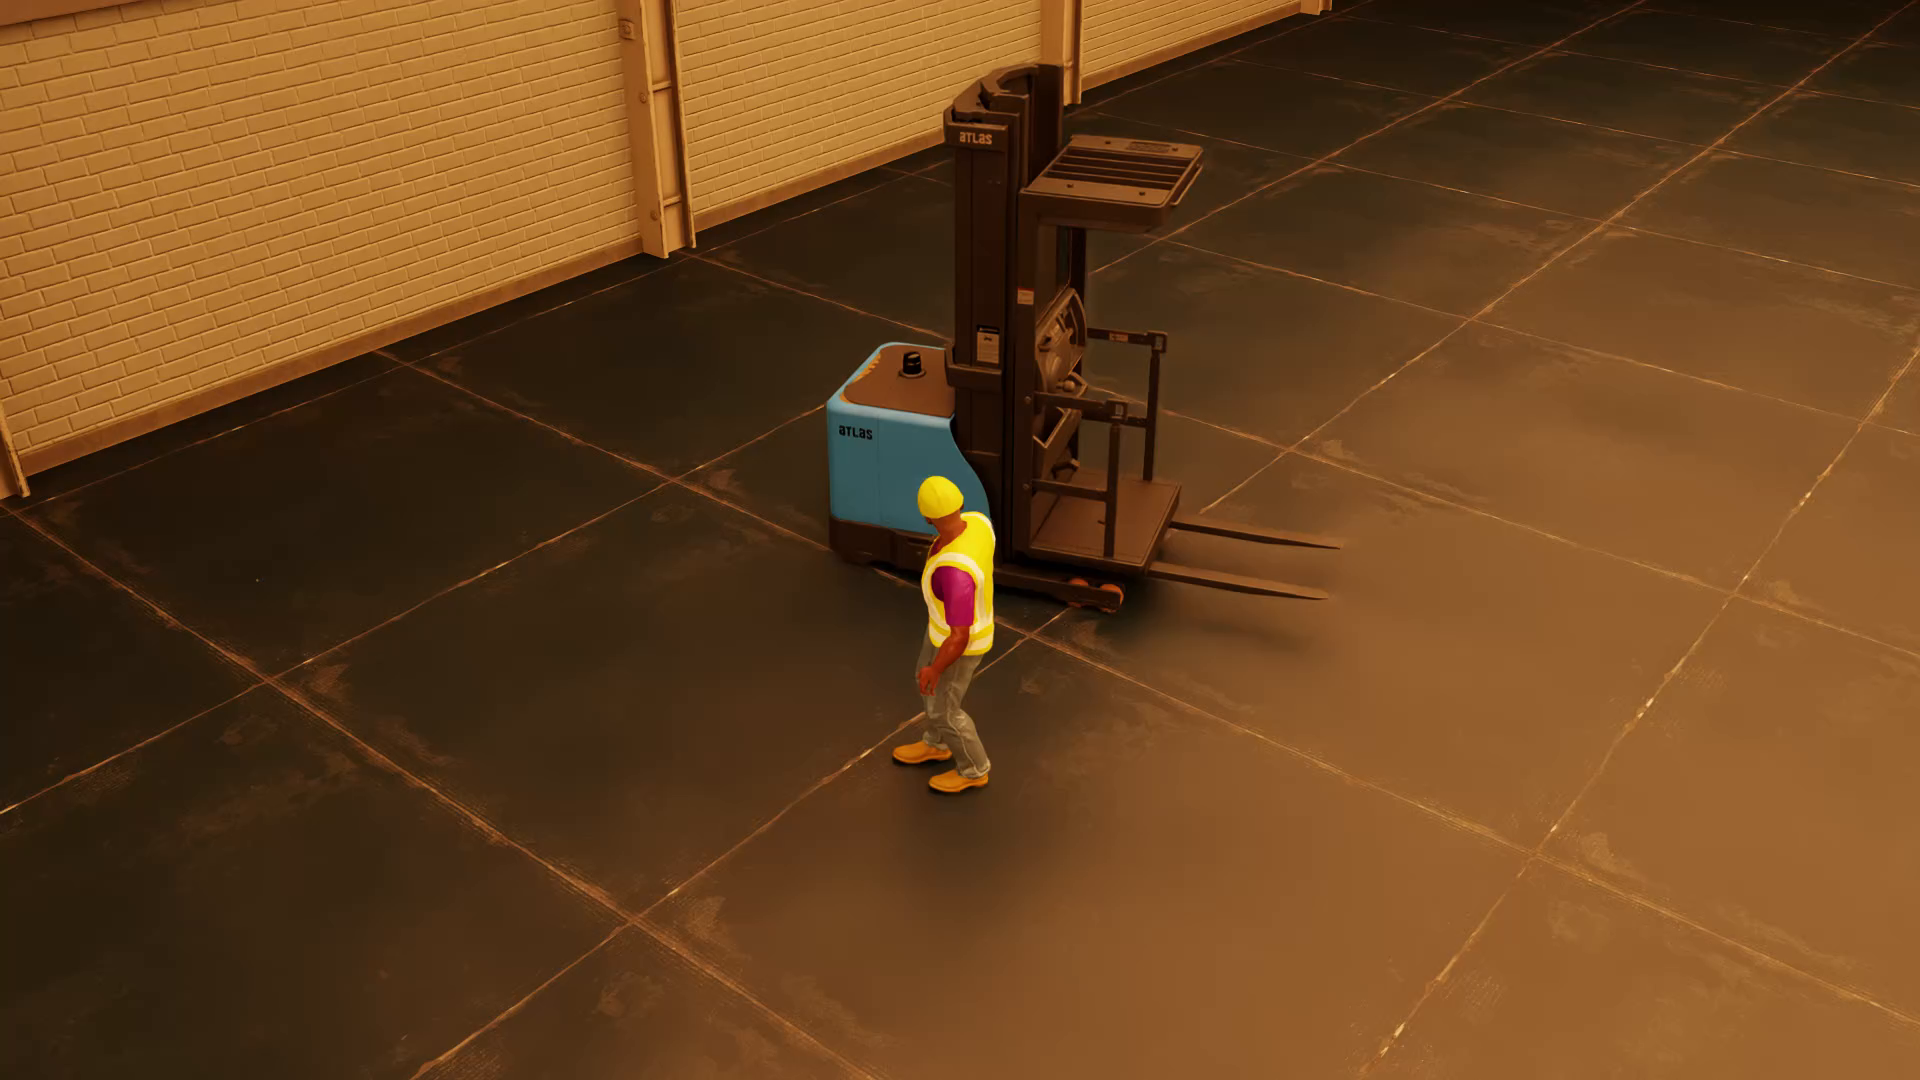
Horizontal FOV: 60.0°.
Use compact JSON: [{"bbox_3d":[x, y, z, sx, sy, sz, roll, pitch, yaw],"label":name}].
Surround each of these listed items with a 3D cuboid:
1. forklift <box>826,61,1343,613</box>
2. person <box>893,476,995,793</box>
[{"bbox_3d":[0.769,-1.140,9.546,3.031,2.935,1.130,10,32,16],"label":"forklift"},{"bbox_3d":[-0.086,0.457,7.994,0.519,1.739,0.785,0,30,0],"label":"person"}]
